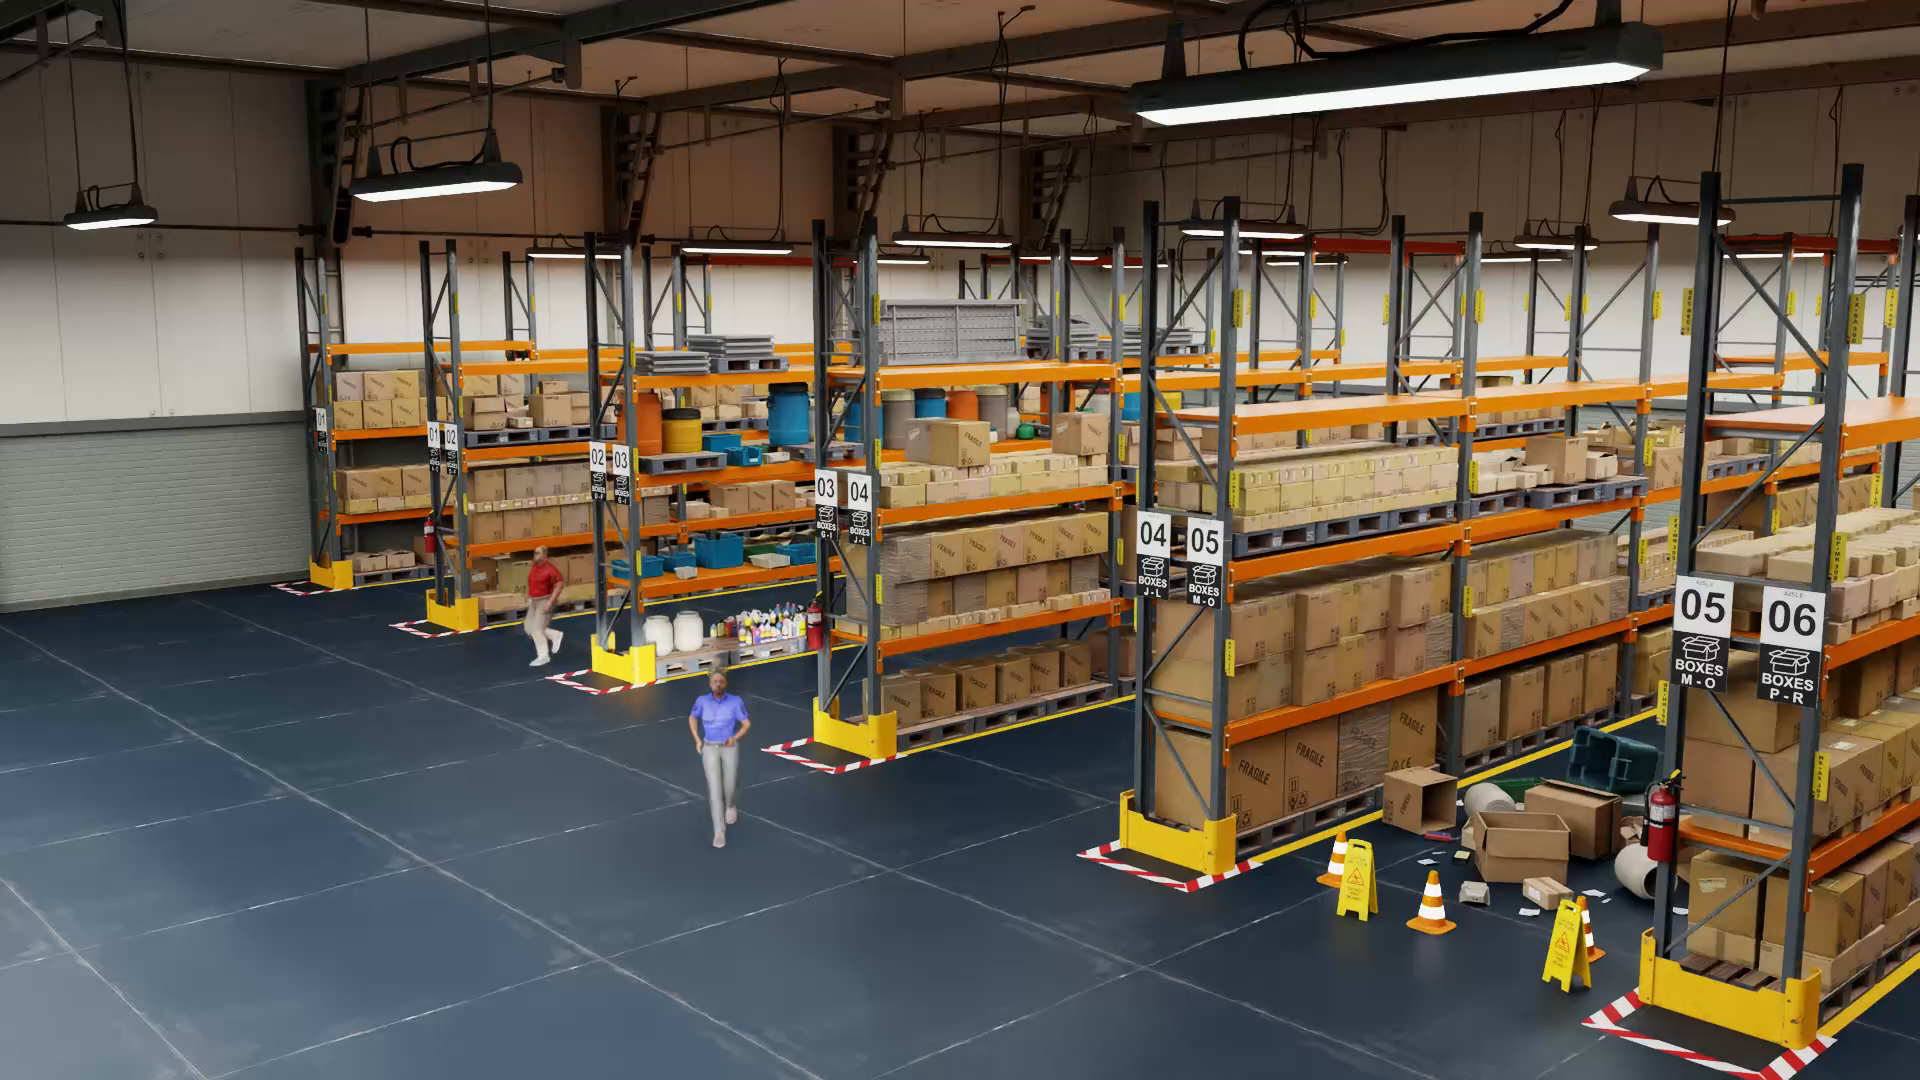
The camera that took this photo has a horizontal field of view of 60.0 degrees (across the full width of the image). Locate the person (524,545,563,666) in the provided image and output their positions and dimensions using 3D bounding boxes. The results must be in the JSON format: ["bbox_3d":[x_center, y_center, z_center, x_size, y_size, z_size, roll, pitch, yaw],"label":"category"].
[{"bbox_3d":[-5.861,0.908,23.520,0.688,1.688,0.579,8,12,44],"label":"person"}]

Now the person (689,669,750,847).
[{"bbox_3d":[-2.295,2.038,15.900,0.587,1.627,0.800,-1,8,-6],"label":"person"}]
